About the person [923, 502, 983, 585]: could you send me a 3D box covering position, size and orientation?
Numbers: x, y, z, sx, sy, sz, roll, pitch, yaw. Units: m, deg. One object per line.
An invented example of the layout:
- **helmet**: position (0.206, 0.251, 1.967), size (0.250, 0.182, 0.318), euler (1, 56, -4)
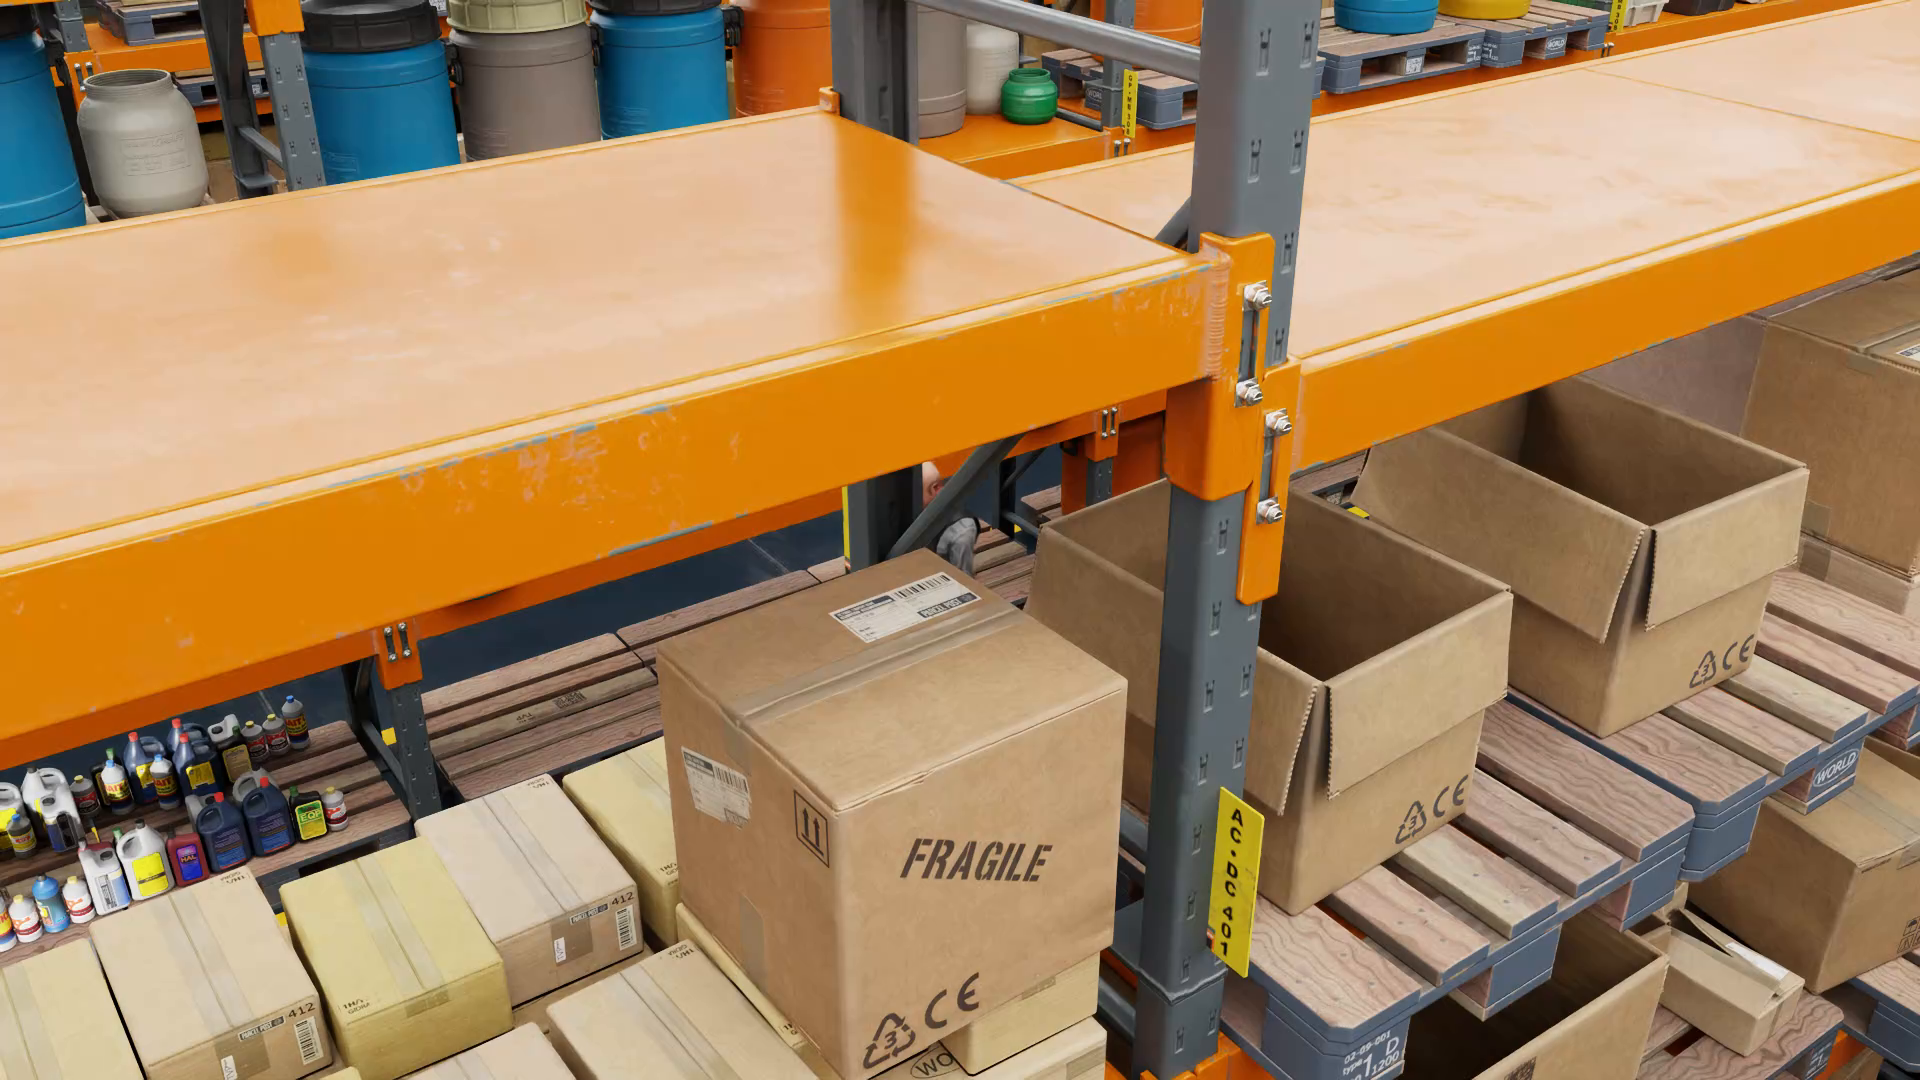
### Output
- **person**: position (-0.134, 0.411, 8.084), size (0.532, 1.599, 0.578), euler (-18, 33, -30)
